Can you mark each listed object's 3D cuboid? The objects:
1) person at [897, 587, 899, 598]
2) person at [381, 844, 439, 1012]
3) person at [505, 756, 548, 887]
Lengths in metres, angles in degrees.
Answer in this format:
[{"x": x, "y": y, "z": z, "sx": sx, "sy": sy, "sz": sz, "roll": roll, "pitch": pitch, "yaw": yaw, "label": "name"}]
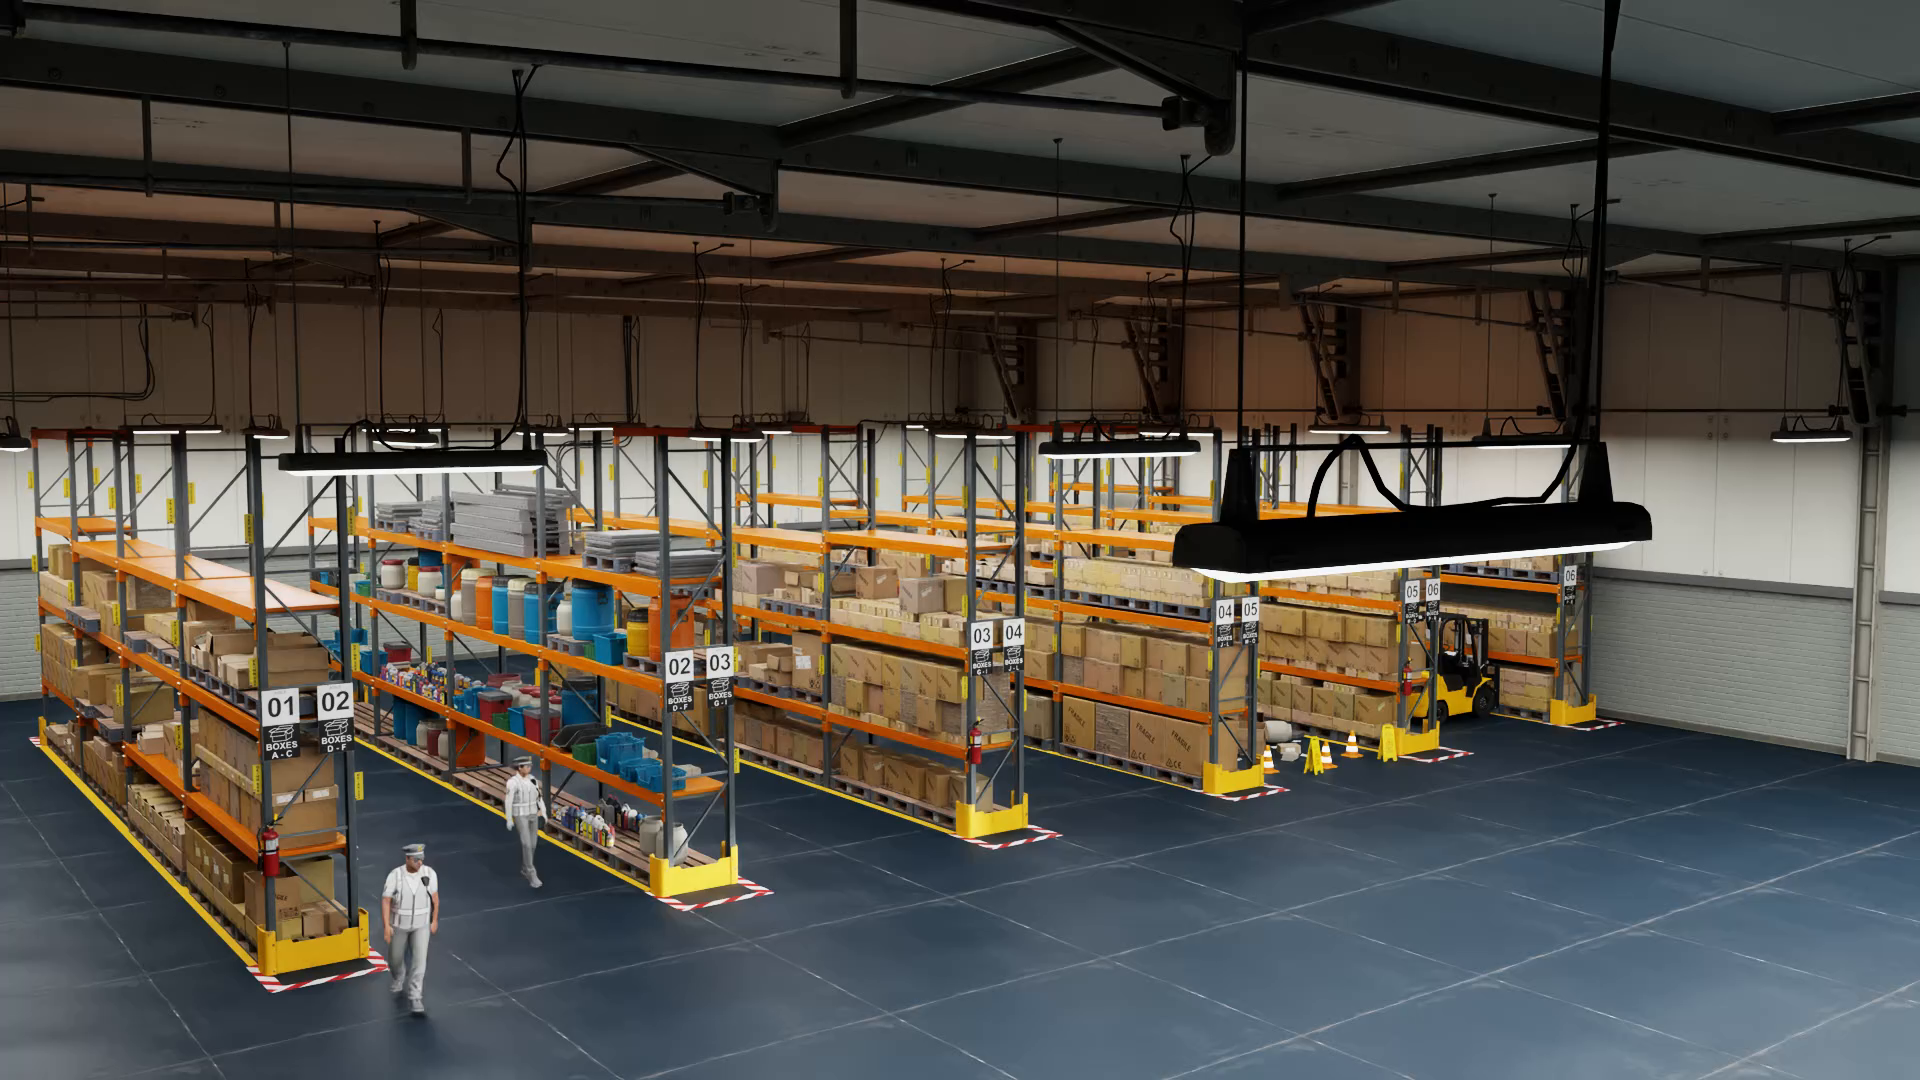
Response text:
[{"x": -1.728, "y": 1.668, "z": 48.497, "sx": 0.533, "sy": 1.692, "sz": 0.825, "roll": 3, "pitch": 5, "yaw": 33, "label": "person"}, {"x": -5.841, "y": 4.085, "z": 17.707, "sx": 0.618, "sy": 1.708, "sz": 0.991, "roll": -2, "pitch": 5, "yaw": -29, "label": "person"}, {"x": -5.749, "y": 3.754, "z": 22.339, "sx": 0.688, "sy": 1.674, "sz": 0.507, "roll": 3, "pitch": 6, "yaw": 38, "label": "person"}]
